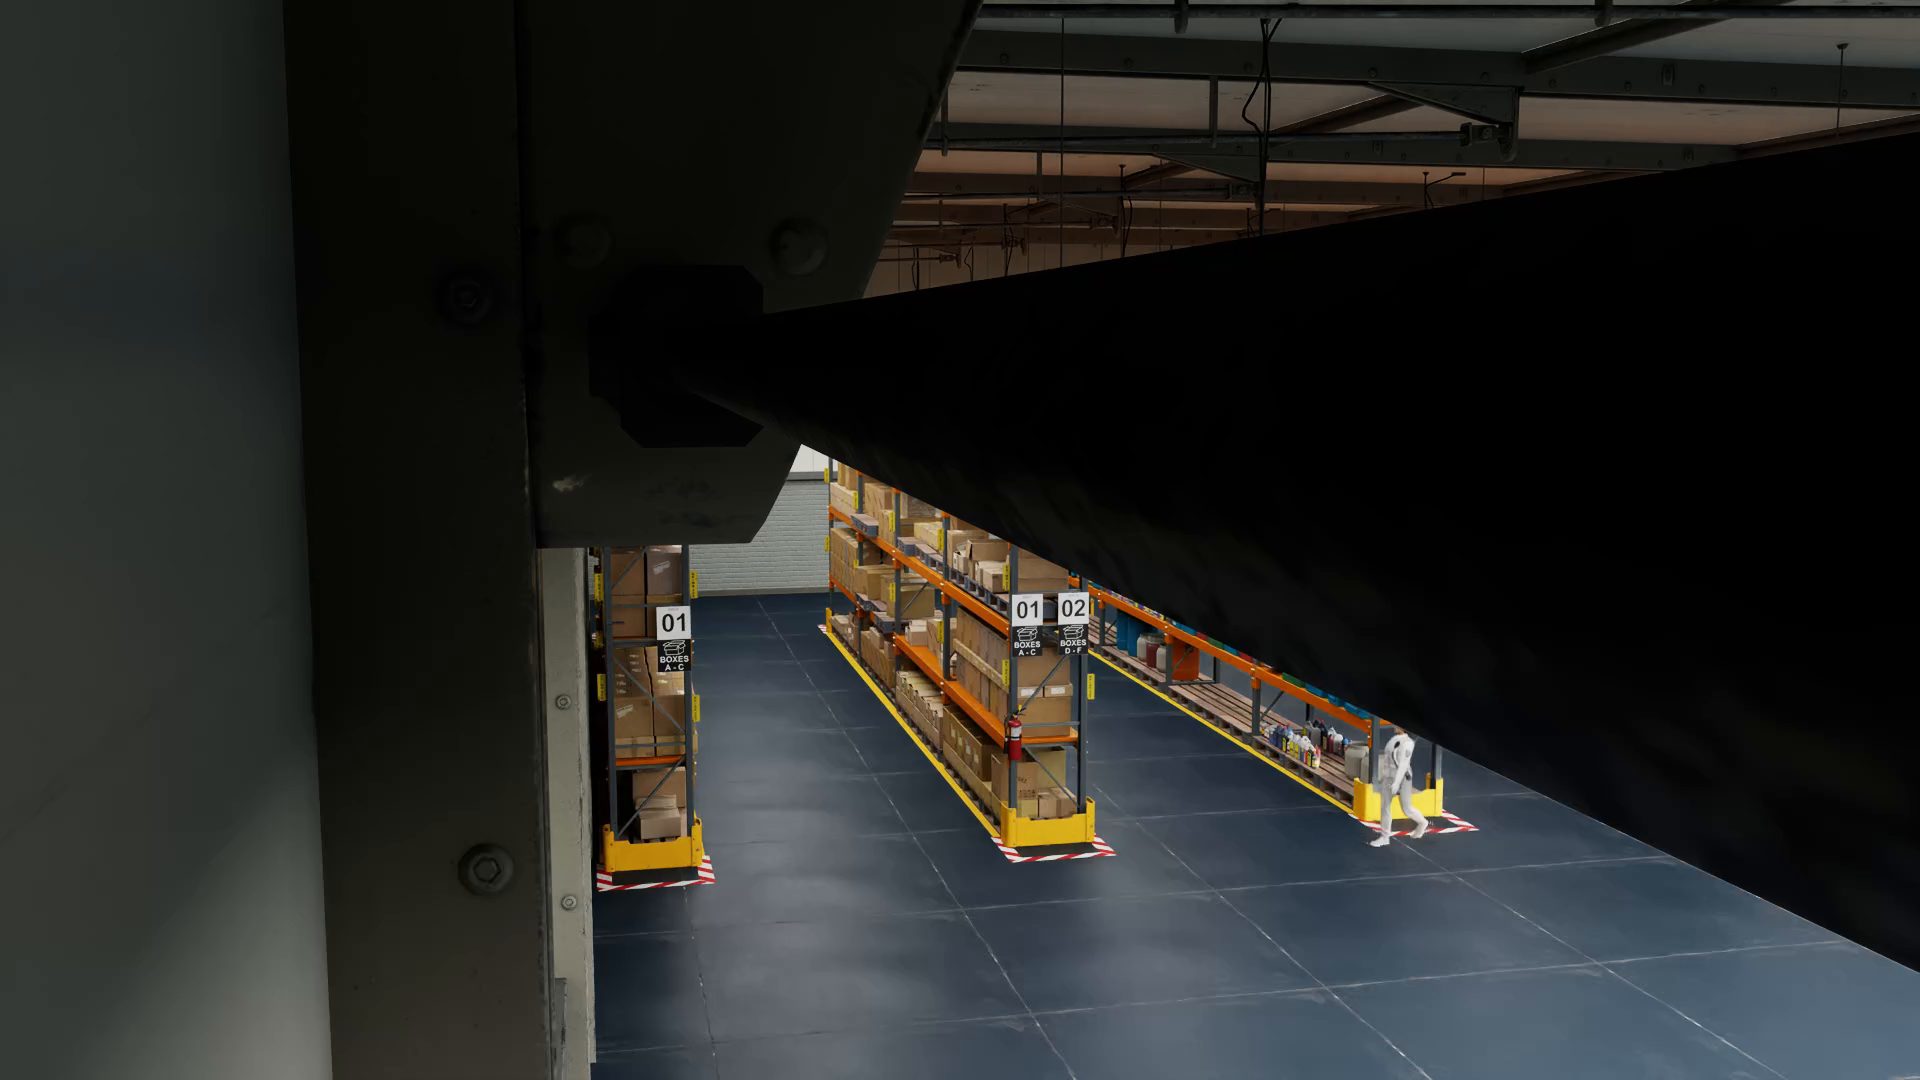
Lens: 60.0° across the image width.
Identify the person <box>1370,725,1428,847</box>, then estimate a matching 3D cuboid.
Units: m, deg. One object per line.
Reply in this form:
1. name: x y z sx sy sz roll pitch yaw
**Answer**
1. person: 5.543 3.015 21.013 0.805 1.665 0.420 -5 9 -38
